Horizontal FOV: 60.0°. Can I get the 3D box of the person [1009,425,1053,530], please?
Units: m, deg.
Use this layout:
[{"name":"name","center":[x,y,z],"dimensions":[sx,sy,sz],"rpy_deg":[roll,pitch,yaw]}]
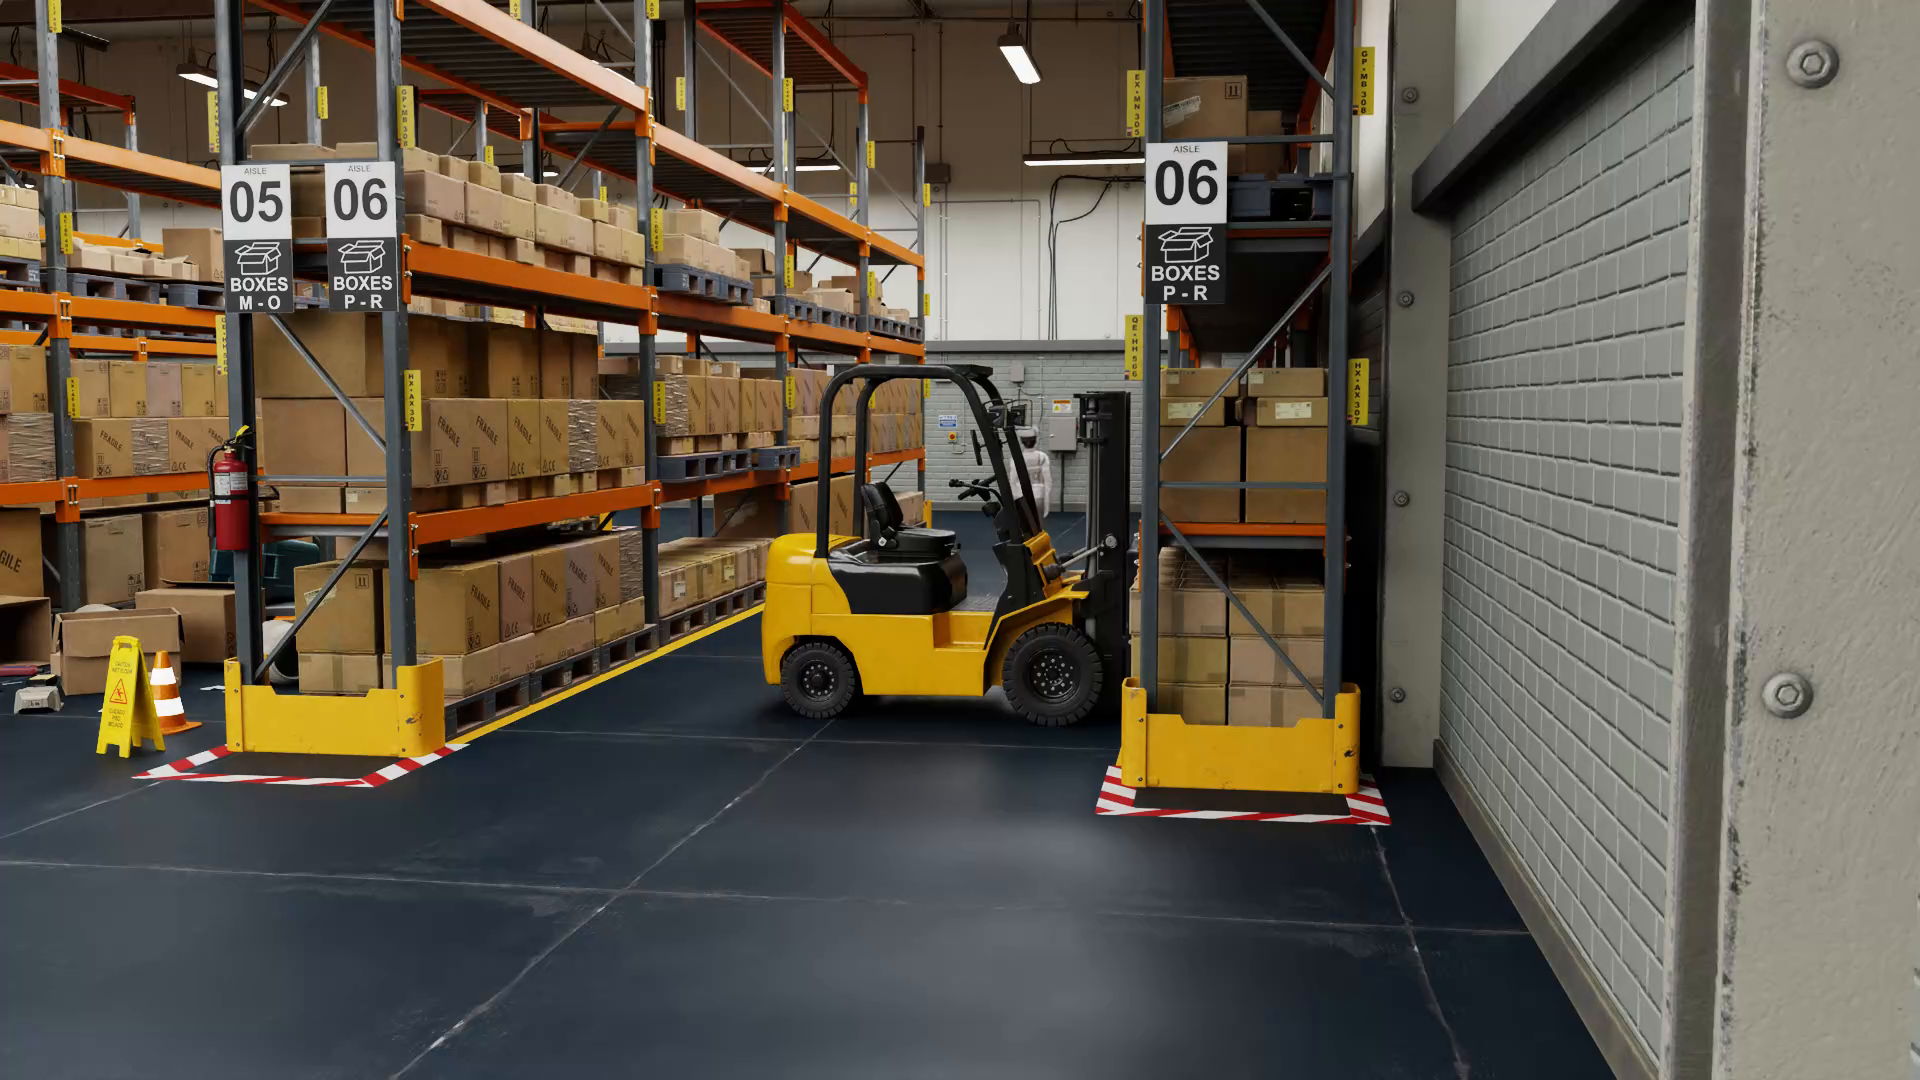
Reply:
[{"name":"person","center":[0.766,-0.421,18.192],"dimensions":[0.482,1.679,0.476],"rpy_deg":[0,5,-4]}]
